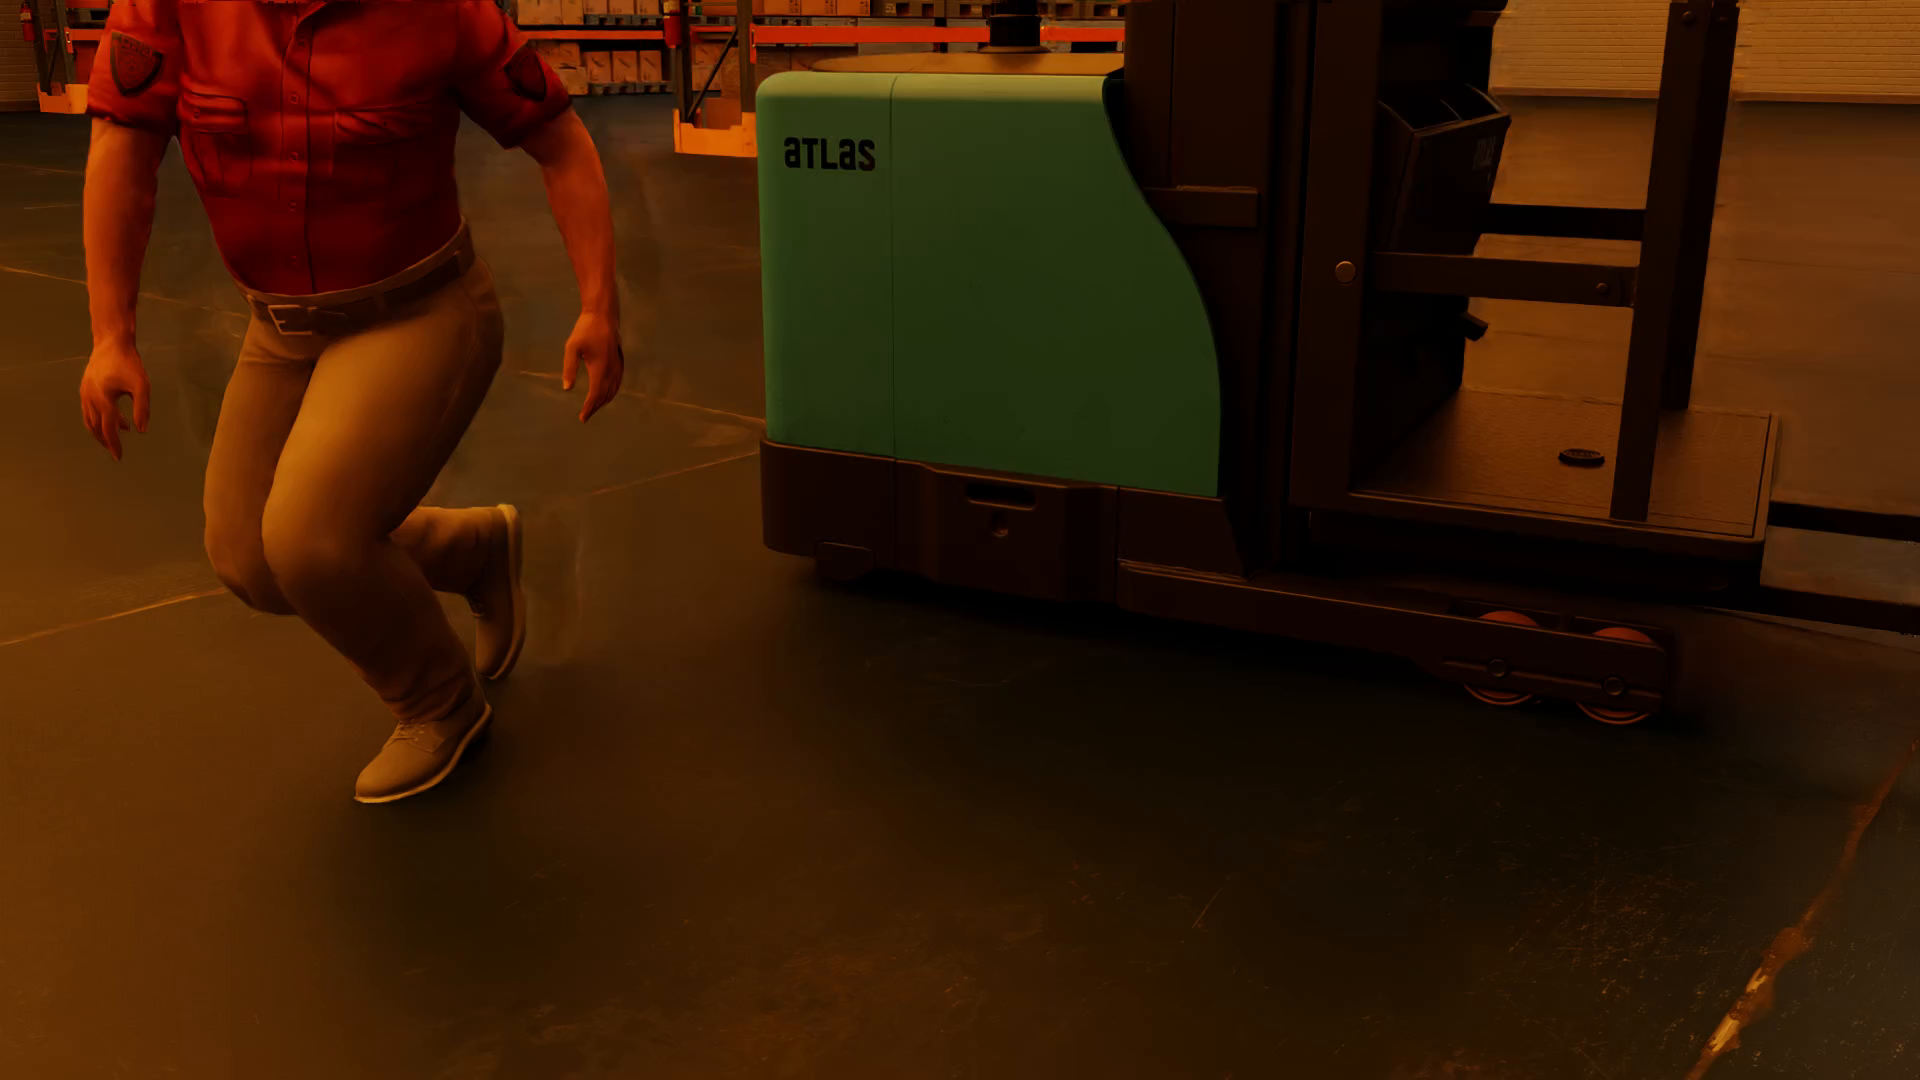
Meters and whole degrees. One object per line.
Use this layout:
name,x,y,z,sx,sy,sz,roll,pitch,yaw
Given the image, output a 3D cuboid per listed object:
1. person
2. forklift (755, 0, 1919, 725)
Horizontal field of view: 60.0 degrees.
person,-0.876,-0.371,2.632,0.698,1.518,0.722,4,17,14
forklift,1.118,-1.257,3.039,3.031,2.935,1.130,8,19,25
